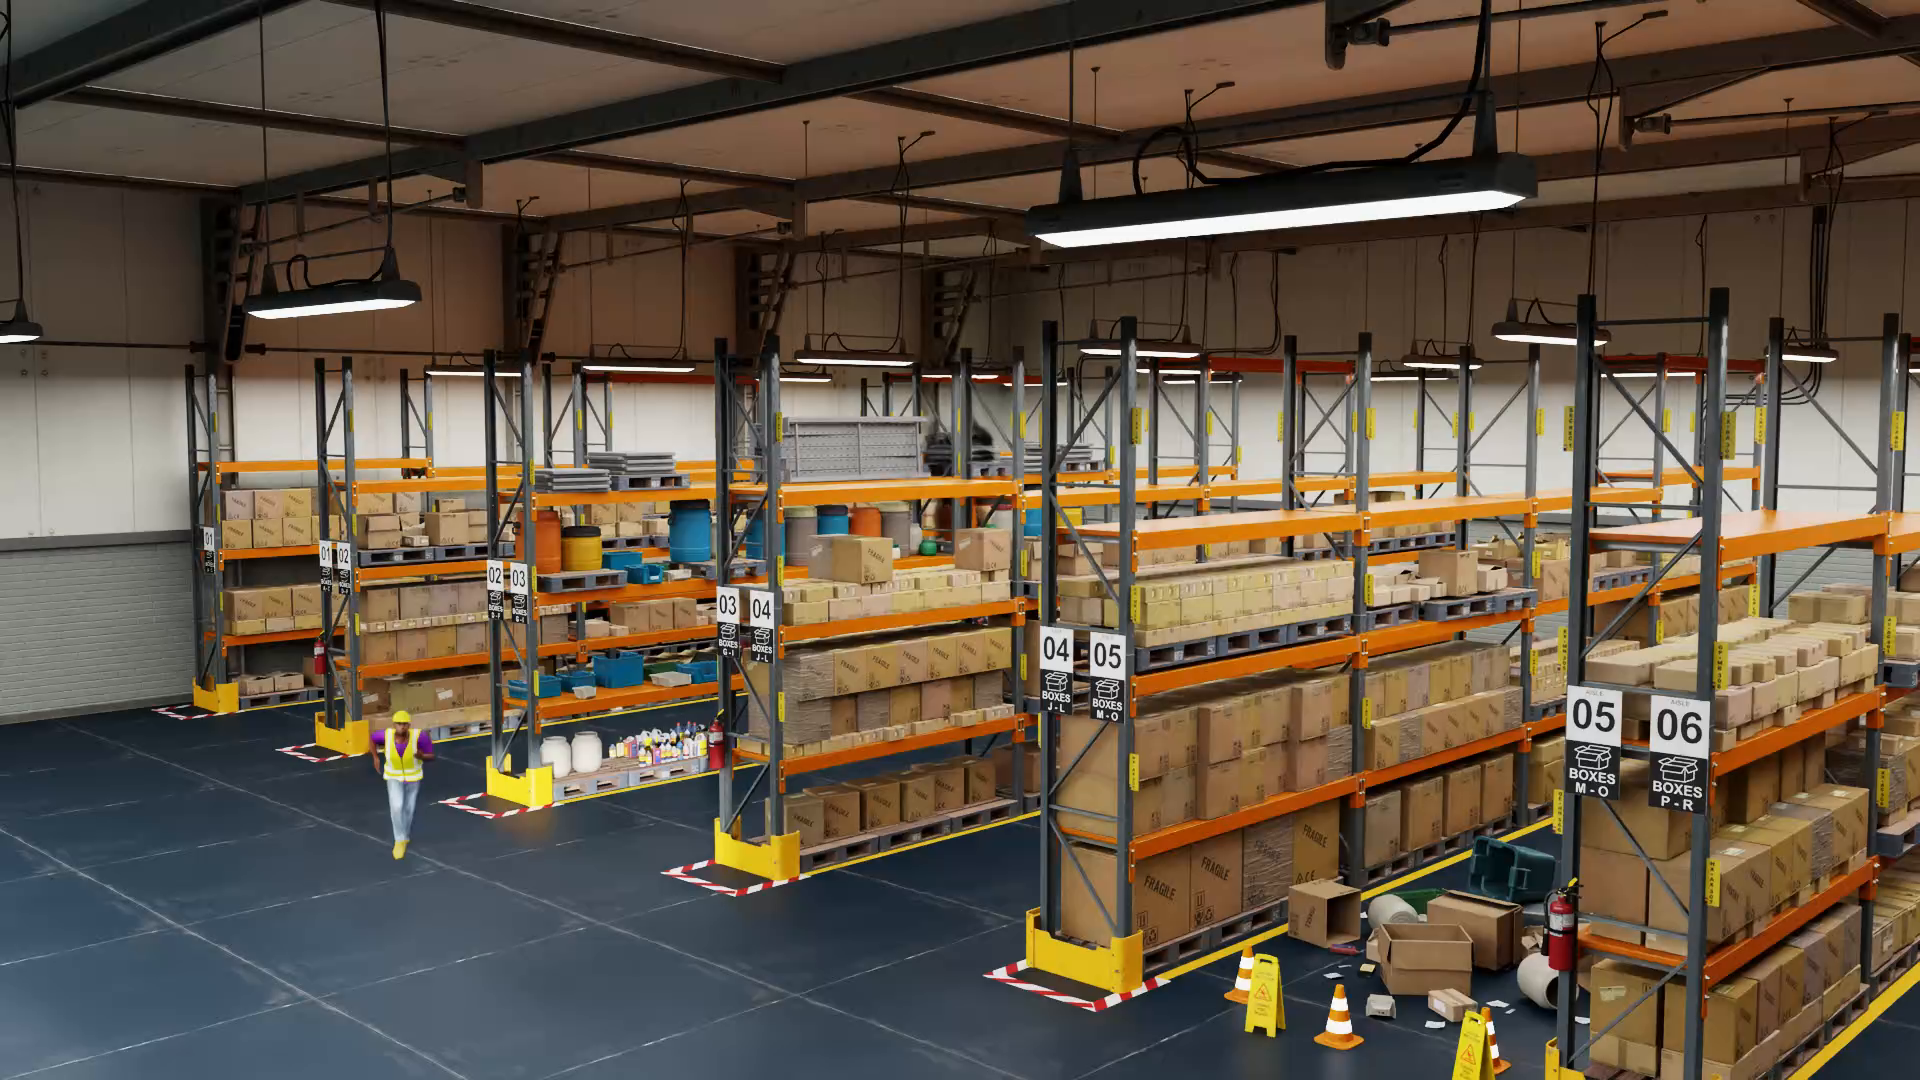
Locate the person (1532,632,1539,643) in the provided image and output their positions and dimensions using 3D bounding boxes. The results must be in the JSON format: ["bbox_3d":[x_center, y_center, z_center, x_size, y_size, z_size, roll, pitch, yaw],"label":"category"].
[{"bbox_3d":[8.984,2.317,25.984,0.858,1.766,0.636,-3,6,-38],"label":"person"}]

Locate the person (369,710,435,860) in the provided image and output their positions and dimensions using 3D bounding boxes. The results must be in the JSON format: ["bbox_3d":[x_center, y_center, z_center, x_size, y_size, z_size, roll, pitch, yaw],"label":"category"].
[{"bbox_3d":[-6.504,2.817,19.416,0.685,1.736,0.929,-2,5,-24],"label":"person"}]
